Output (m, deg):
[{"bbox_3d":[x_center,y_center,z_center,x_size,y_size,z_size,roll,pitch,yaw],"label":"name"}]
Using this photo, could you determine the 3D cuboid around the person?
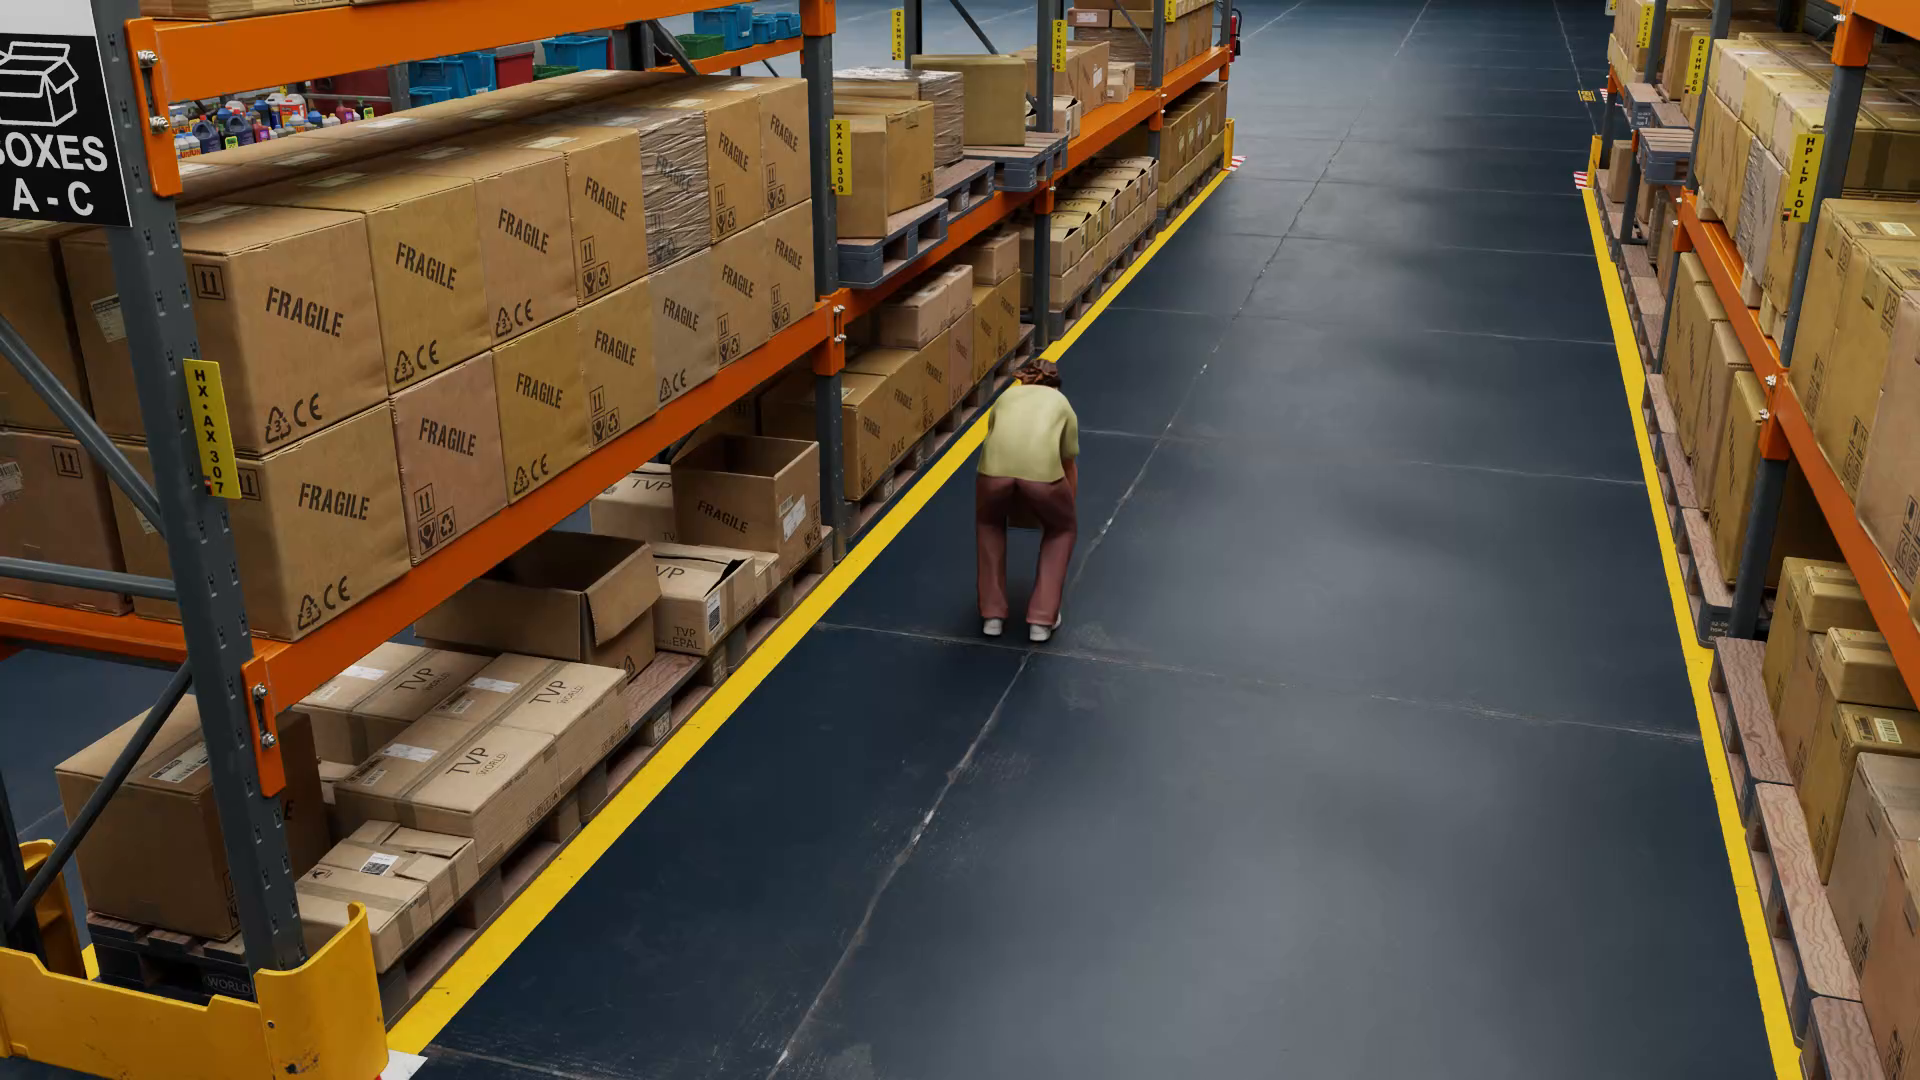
[{"bbox_3d":[0.304,-0.184,7.332,0.453,1.086,0.860,4,22,10],"label":"person"}]
